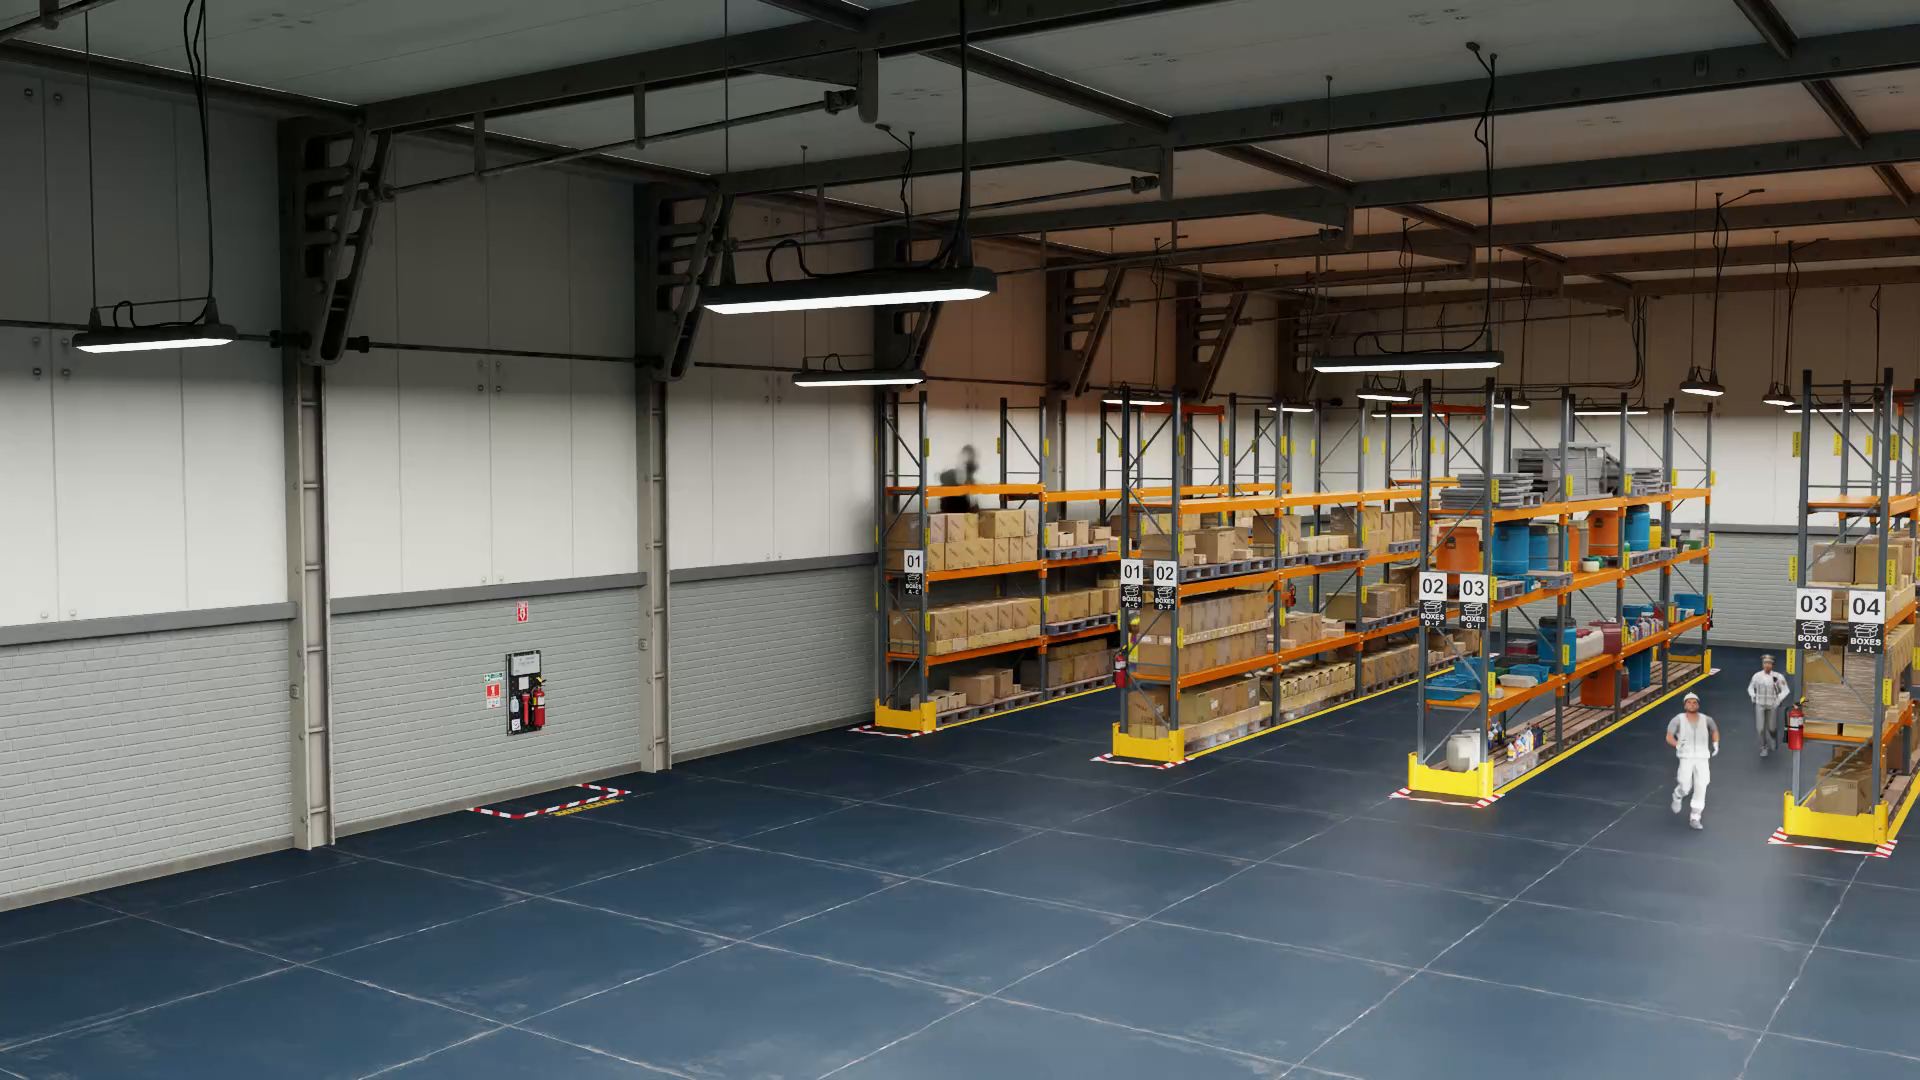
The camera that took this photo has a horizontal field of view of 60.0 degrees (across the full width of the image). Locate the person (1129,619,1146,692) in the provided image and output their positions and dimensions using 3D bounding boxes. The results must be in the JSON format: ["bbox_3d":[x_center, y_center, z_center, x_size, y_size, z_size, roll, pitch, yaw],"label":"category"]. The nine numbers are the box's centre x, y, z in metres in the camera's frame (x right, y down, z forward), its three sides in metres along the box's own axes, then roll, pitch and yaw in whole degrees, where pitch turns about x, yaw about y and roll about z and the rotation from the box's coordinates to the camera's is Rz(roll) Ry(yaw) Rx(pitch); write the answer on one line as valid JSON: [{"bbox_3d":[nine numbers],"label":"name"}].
[{"bbox_3d":[3.258,2.319,30.798,0.674,1.721,0.568,2,4,31],"label":"person"}]

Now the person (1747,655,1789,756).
[{"bbox_3d":[13.092,2.678,26.978,0.610,1.648,0.571,2,4,34],"label":"person"}]

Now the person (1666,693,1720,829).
[{"bbox_3d":[9.745,2.916,22.055,0.670,1.726,0.849,1,3,15],"label":"person"}]
